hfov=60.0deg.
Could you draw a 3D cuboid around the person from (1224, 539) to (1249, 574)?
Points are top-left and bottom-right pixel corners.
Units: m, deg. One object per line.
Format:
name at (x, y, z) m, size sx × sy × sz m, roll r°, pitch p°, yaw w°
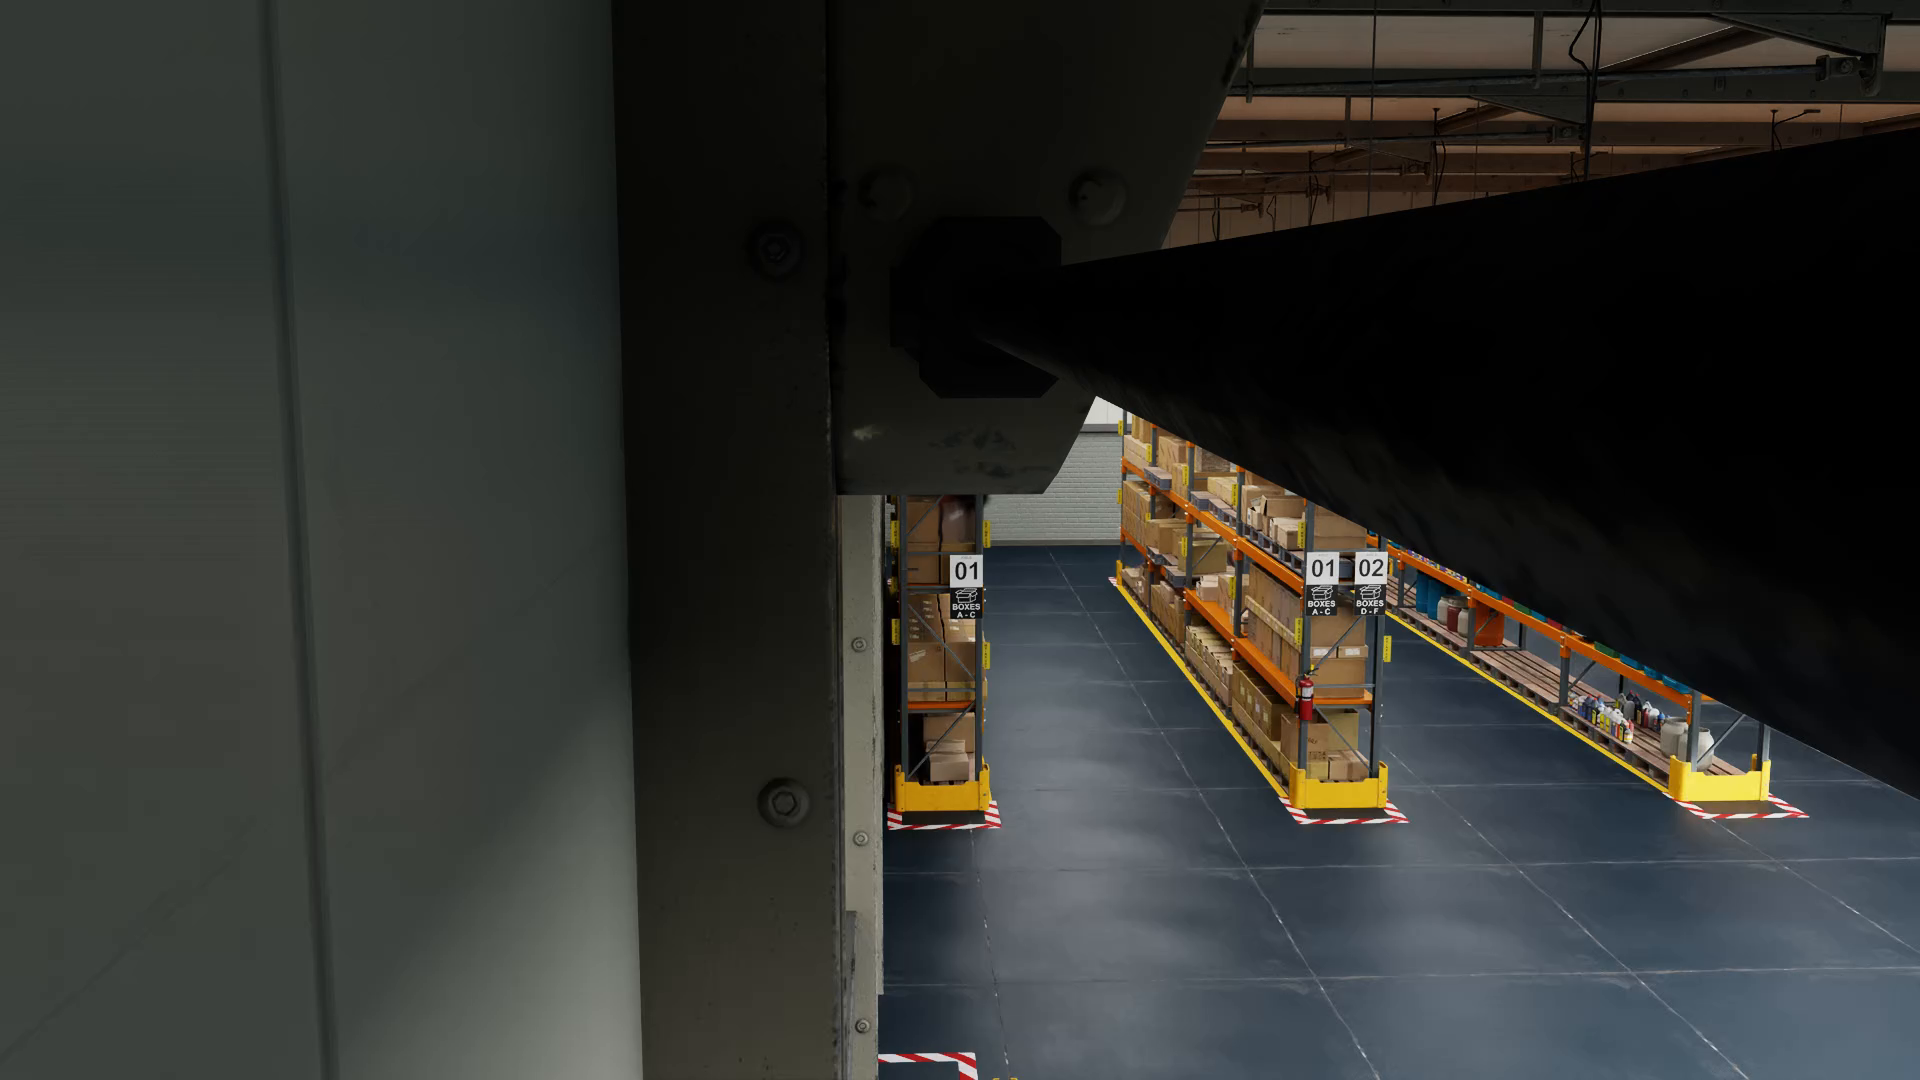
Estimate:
person at (5.920, 0.230, 35.949) m, size 0.588 × 1.683 × 0.644 m, roll -3°, pitch 9°, yaw -20°
